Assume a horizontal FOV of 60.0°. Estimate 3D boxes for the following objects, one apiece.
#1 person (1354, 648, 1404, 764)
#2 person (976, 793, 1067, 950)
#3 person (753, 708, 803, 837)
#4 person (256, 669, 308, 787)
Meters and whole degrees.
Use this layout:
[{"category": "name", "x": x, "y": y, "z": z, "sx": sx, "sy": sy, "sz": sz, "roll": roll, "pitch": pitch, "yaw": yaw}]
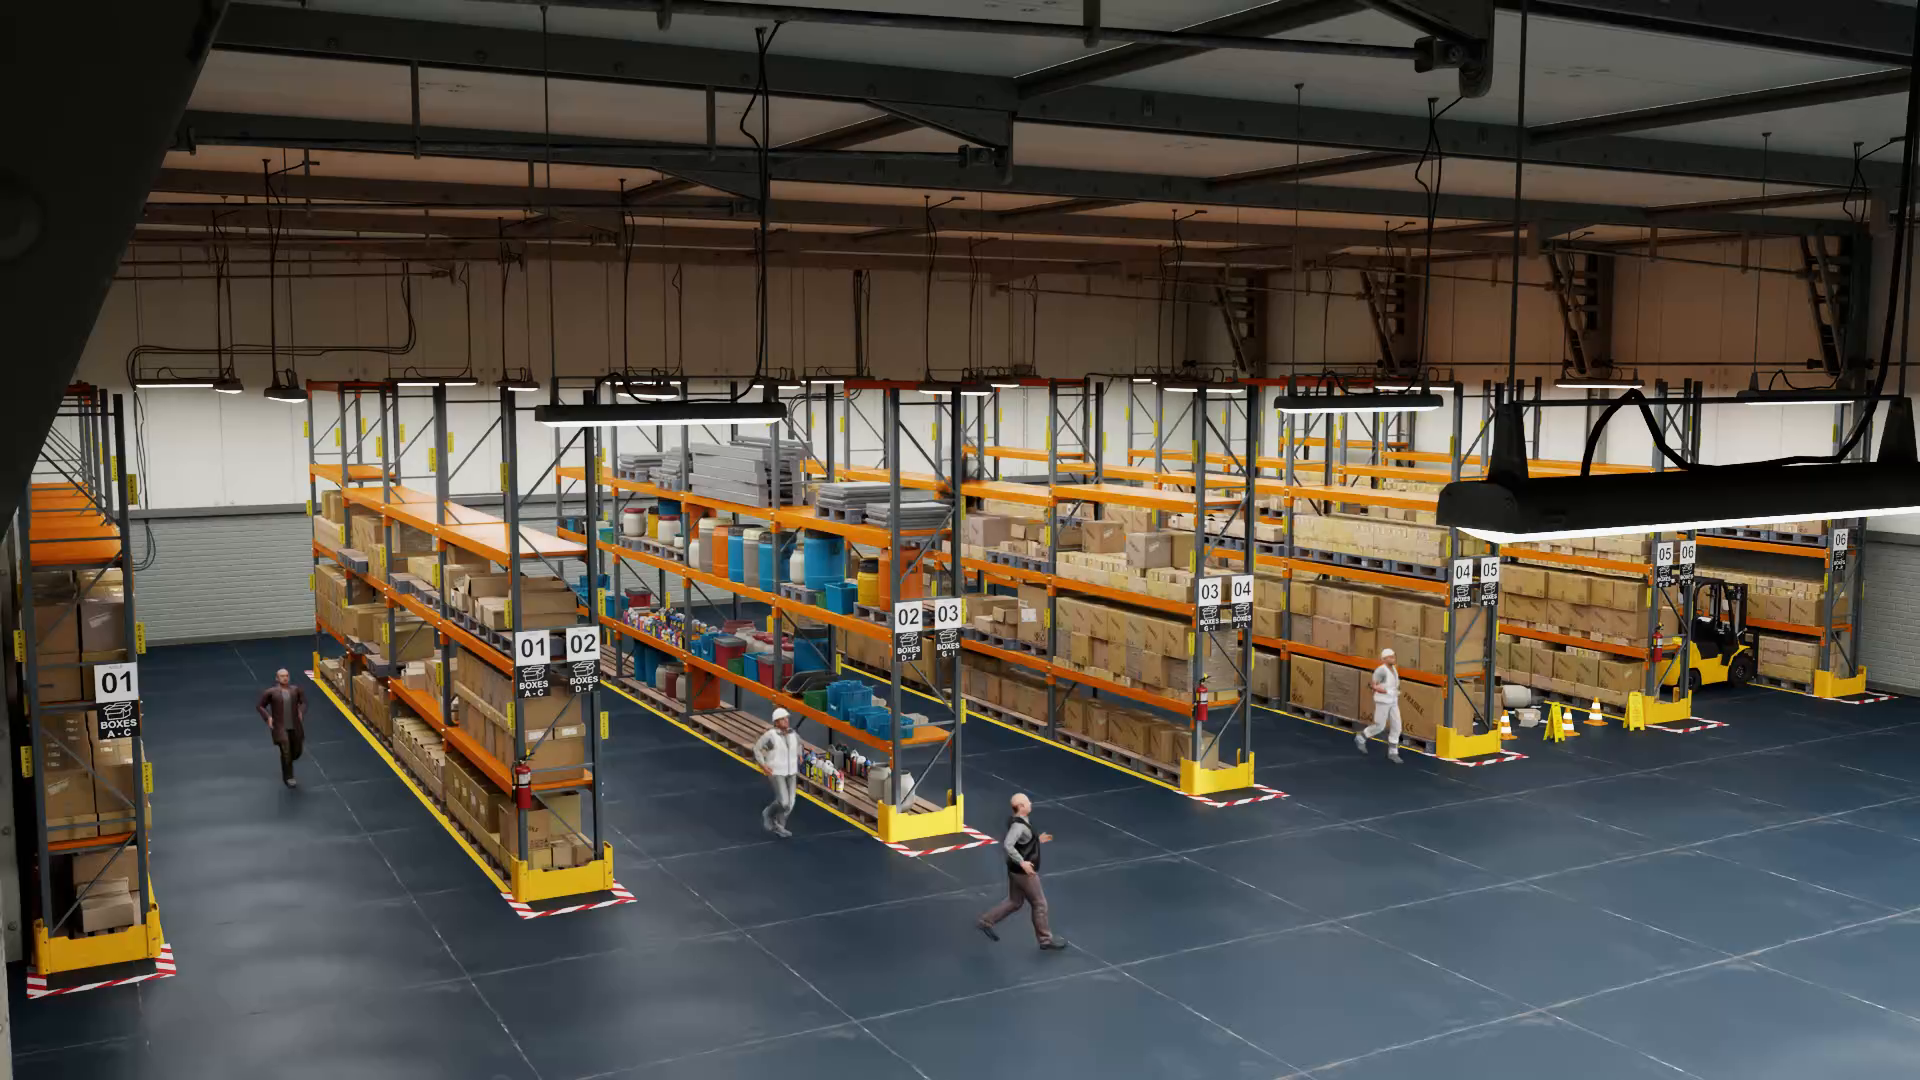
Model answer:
[{"category": "person", "x": 6.781, "y": 2.621, "z": 26.631, "sx": 0.667, "sy": 1.798, "sz": 0.876, "roll": -5, "pitch": 8, "yaw": -41}, {"category": "person", "x": 0.667, "y": 3.557, "z": 17.872, "sx": 0.969, "sy": 1.699, "sz": 0.659, "roll": -1, "pitch": 6, "yaw": -7}, {"category": "person", "x": -2.352, "y": 3.108, "z": 22.173, "sx": 0.703, "sy": 1.743, "sz": 0.542, "roll": -5, "pitch": 8, "yaw": -39}, {"category": "person", "x": -10.173, "y": 2.807, "z": 25.039, "sx": 0.715, "sy": 1.735, "sz": 0.826, "roll": -5, "pitch": 8, "yaw": -38}]
